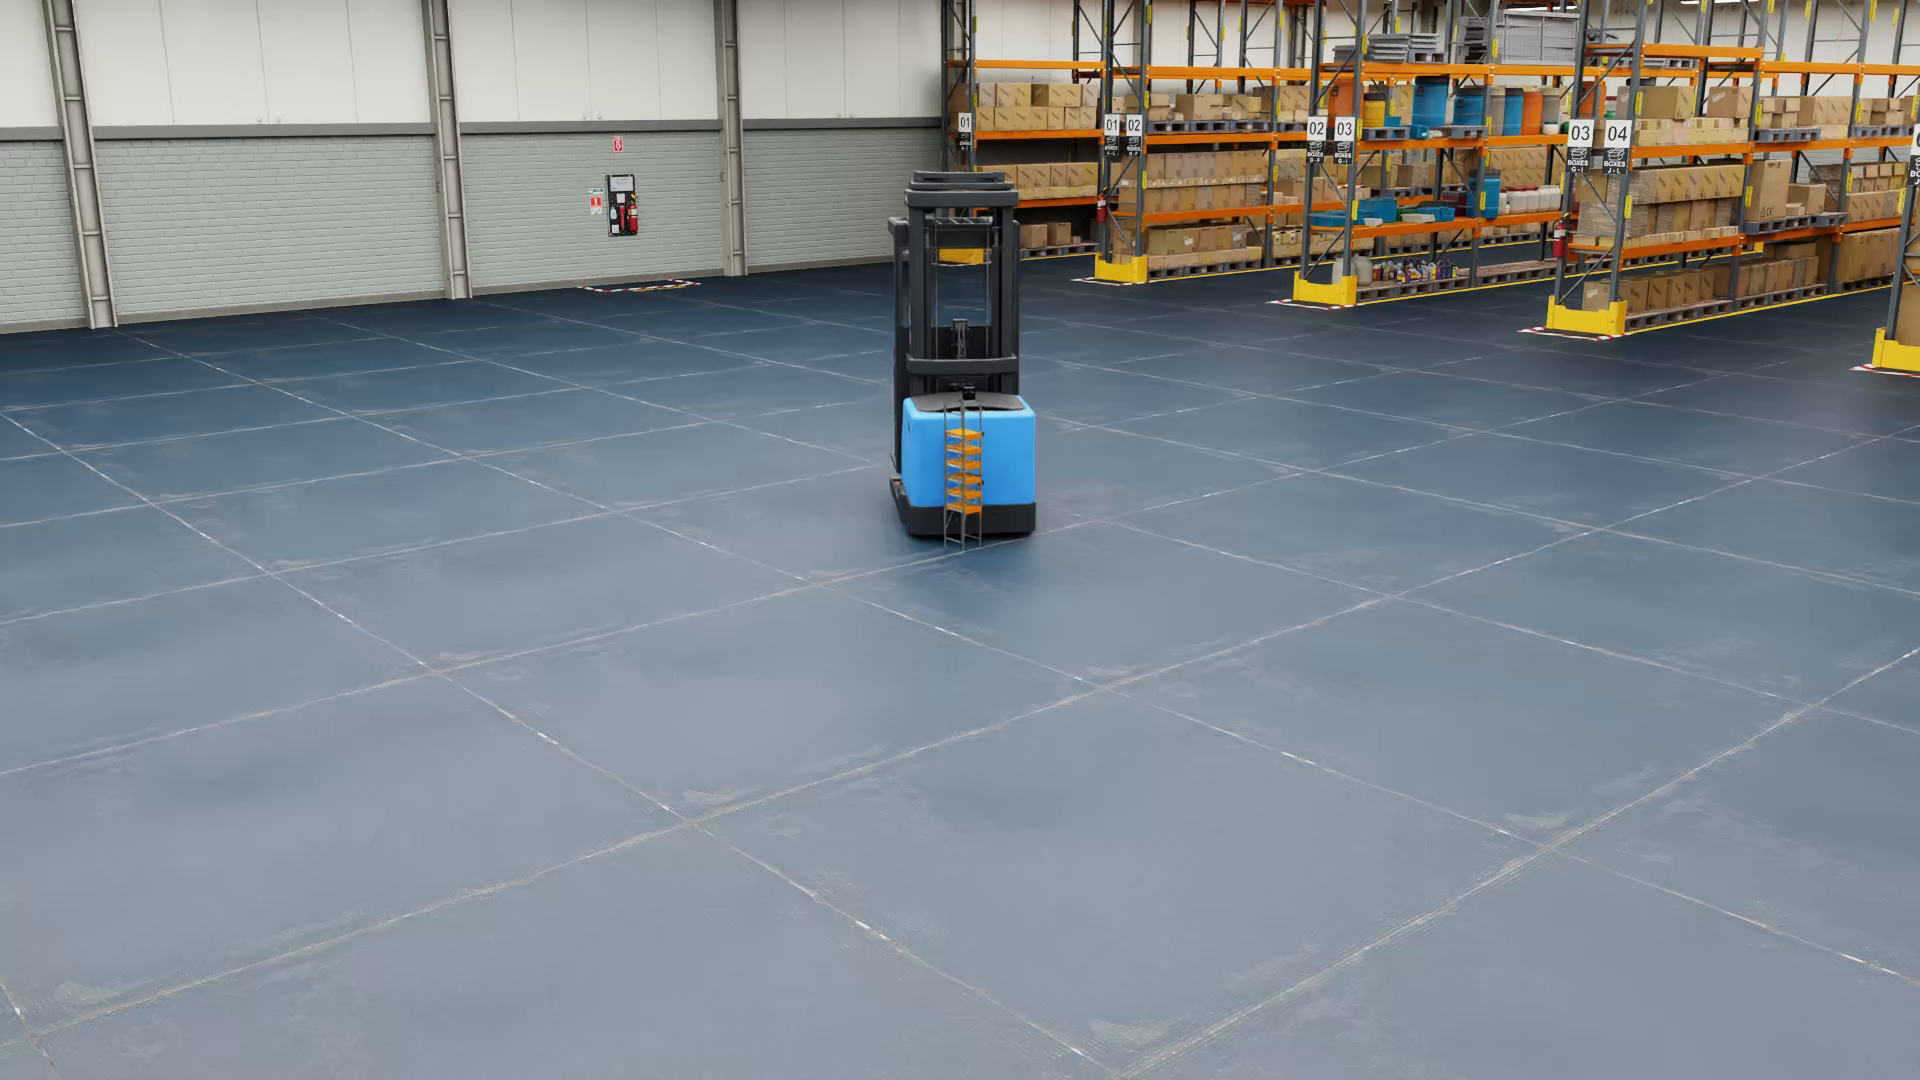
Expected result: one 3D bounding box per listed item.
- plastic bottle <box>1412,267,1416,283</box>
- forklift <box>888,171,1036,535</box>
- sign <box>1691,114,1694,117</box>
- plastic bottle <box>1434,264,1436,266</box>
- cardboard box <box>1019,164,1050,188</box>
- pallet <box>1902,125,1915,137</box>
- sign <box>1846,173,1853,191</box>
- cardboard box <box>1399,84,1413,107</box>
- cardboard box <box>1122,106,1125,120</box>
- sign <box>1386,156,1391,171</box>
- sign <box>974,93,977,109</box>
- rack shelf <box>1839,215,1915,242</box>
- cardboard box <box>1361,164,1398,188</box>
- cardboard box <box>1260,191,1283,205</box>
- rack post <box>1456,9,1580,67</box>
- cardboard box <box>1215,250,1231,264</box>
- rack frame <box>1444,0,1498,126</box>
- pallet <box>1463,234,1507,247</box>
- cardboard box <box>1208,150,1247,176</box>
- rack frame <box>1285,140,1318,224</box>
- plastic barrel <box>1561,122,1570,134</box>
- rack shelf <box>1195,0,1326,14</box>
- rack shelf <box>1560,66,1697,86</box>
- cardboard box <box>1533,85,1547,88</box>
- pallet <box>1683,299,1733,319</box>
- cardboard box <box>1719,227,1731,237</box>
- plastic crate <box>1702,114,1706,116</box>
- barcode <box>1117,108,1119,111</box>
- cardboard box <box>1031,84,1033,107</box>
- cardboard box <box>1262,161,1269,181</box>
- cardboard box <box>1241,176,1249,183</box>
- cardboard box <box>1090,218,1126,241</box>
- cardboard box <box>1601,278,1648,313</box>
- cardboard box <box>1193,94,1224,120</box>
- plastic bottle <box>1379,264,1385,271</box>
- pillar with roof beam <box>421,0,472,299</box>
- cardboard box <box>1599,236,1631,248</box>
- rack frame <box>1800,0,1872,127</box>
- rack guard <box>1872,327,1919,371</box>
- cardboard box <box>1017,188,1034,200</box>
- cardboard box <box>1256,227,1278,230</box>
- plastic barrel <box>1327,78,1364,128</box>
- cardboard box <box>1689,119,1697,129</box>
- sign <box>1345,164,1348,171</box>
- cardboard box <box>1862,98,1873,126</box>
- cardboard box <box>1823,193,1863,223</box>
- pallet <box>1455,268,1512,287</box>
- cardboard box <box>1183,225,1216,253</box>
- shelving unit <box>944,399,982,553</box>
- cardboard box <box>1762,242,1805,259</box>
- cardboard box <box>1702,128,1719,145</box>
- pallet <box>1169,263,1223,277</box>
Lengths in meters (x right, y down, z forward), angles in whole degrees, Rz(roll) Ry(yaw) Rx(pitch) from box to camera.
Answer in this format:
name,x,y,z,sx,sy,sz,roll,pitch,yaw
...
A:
name,x,y,z,sx,sy,sz,roll,pitch,yaw
plastic bottle,8.374,-4.895,30.699,0.097,0.271,0.097,0,15,0
forklift,-0.055,-1.786,14.755,1.130,2.935,3.031,-2,15,-6
sign,15.880,-9.059,36.020,0.005,0.325,0.100,-13,19,-39
plastic bottle,8.928,-5.081,31.384,0.135,0.276,0.152,-13,19,-39
cardboard box,1.677,-8.188,37.390,0.500,0.500,0.500,-12,19,-38
pallet,18.112,-7.940,32.221,1.217,0.209,0.805,-14,20,-42
sign,16.118,-6.488,30.135,0.005,0.325,0.100,-13,19,-39
cardboard box,9.972,-10.139,37.953,0.500,0.500,0.500,-13,19,-39
cardboard box,3.912,-10.076,39.207,0.500,0.311,0.500,-12,19,-38
sign,9.621,-8.452,37.335,0.005,0.325,0.100,-13,19,-39
sign,0.321,-9.374,35.526,0.005,0.325,0.100,-13,19,-39
rack shelf,17.263,-6.062,32.025,4.000,0.370,1.077,-13,19,-39
cardboard box,9.655,-8.380,38.301,0.700,0.500,0.500,8,17,28
cardboard box,6.579,-7.342,35.713,0.500,0.250,0.500,-11,19,-36
rack post,10.914,-9.702,32.249,3.121,1.000,1.013,-13,19,-39
cardboard box,5.279,-5.905,34.559,0.500,0.250,0.500,-13,19,-39
rack frame,9.485,-9.256,30.963,0.127,3.000,1.000,-13,19,-39
pallet,12.790,-7.446,41.218,1.213,0.211,1.003,-13,19,-39
cardboard box,5.526,-7.835,34.562,0.500,0.500,0.700,-13,20,-39
rack frame,9.017,-9.641,44.031,0.127,3.000,1.000,-13,19,-39
plastic barrel,12.350,-8.357,33.713,0.294,0.245,0.294,0,15,0
rack shelf,7.508,-13.459,41.653,4.000,0.370,1.077,-13,19,-39
rack shelf,14.012,-9.731,34.913,4.000,0.370,1.077,-13,19,-39
cardboard box,14.173,-11.072,41.443,0.500,0.500,0.700,-13,19,-39
pallet,12.253,-3.925,28.036,1.213,0.211,1.003,-13,19,-39
cardboard box,12.573,-5.137,27.658,0.250,0.149,0.380,-13,19,-39
plastic crate,17.205,-9.604,38.200,0.767,0.338,0.504,-13,19,-39
barcode,3.130,-8.519,32.894,0.075,0.075,0.001,-13,19,-39
cardboard box,1.293,-9.980,37.317,0.500,0.500,0.500,-13,20,-39
cardboard box,7.698,-9.458,42.537,0.500,0.500,0.500,-12,19,-38
cardboard box,5.788,-7.510,34.601,0.250,0.149,0.380,-13,20,-41
cardboard box,3.526,-7.419,39.702,0.500,0.500,0.700,-12,19,-38
cardboard box,10.630,-3.921,26.647,0.500,0.500,0.500,-7,17,-25
cardboard box,4.912,-8.837,33.925,0.637,0.503,0.797,-10,18,-33
plastic bottle,7.878,-5.034,31.207,0.135,0.276,0.152,-13,20,-41
pillar with roof beam,-6.302,-7.923,25.973,0.400,9.000,9.100,-13,19,-39
cardboard box,10.091,-4.596,25.630,0.250,0.149,0.380,-13,19,-39
rack frame,15.754,-8.969,29.890,0.127,3.000,1.000,-13,19,-39
rack guard,12.881,-2.521,22.219,0.348,0.500,1.175,-13,19,-39
cardboard box,1.312,-7.742,37.174,0.500,0.250,0.500,-13,20,-40
cardboard box,6.742,-6.681,36.378,0.500,0.311,0.500,-12,19,-38
plastic barrel,6.751,-7.646,29.105,0.708,0.830,0.600,-13,19,-39
cardboard box,11.429,-6.598,26.345,0.250,0.149,0.380,-14,20,-41
sign,8.891,-8.625,38.137,0.005,0.325,0.100,-13,19,-39
cardboard box,16.761,-8.052,31.261,0.500,0.500,0.500,-11,19,-36
cardboard box,16.299,-6.148,30.761,0.500,0.500,0.500,-12,19,-38
pallet,10.052,-5.151,32.623,1.213,0.211,1.003,-13,19,-39
cardboard box,4.903,-6.182,34.144,0.500,0.500,0.500,-13,19,-39
shelving unit,0.022,-0.513,13.346,0.189,1.200,0.258,-13,20,-41
cardboard box,14.875,-5.227,30.043,0.500,0.250,0.500,-10,18,-33
cardboard box,11.782,-6.468,26.630,0.500,0.250,0.500,-13,20,-40
pallet,4.688,-5.641,34.458,1.213,0.211,1.003,-13,19,-39
